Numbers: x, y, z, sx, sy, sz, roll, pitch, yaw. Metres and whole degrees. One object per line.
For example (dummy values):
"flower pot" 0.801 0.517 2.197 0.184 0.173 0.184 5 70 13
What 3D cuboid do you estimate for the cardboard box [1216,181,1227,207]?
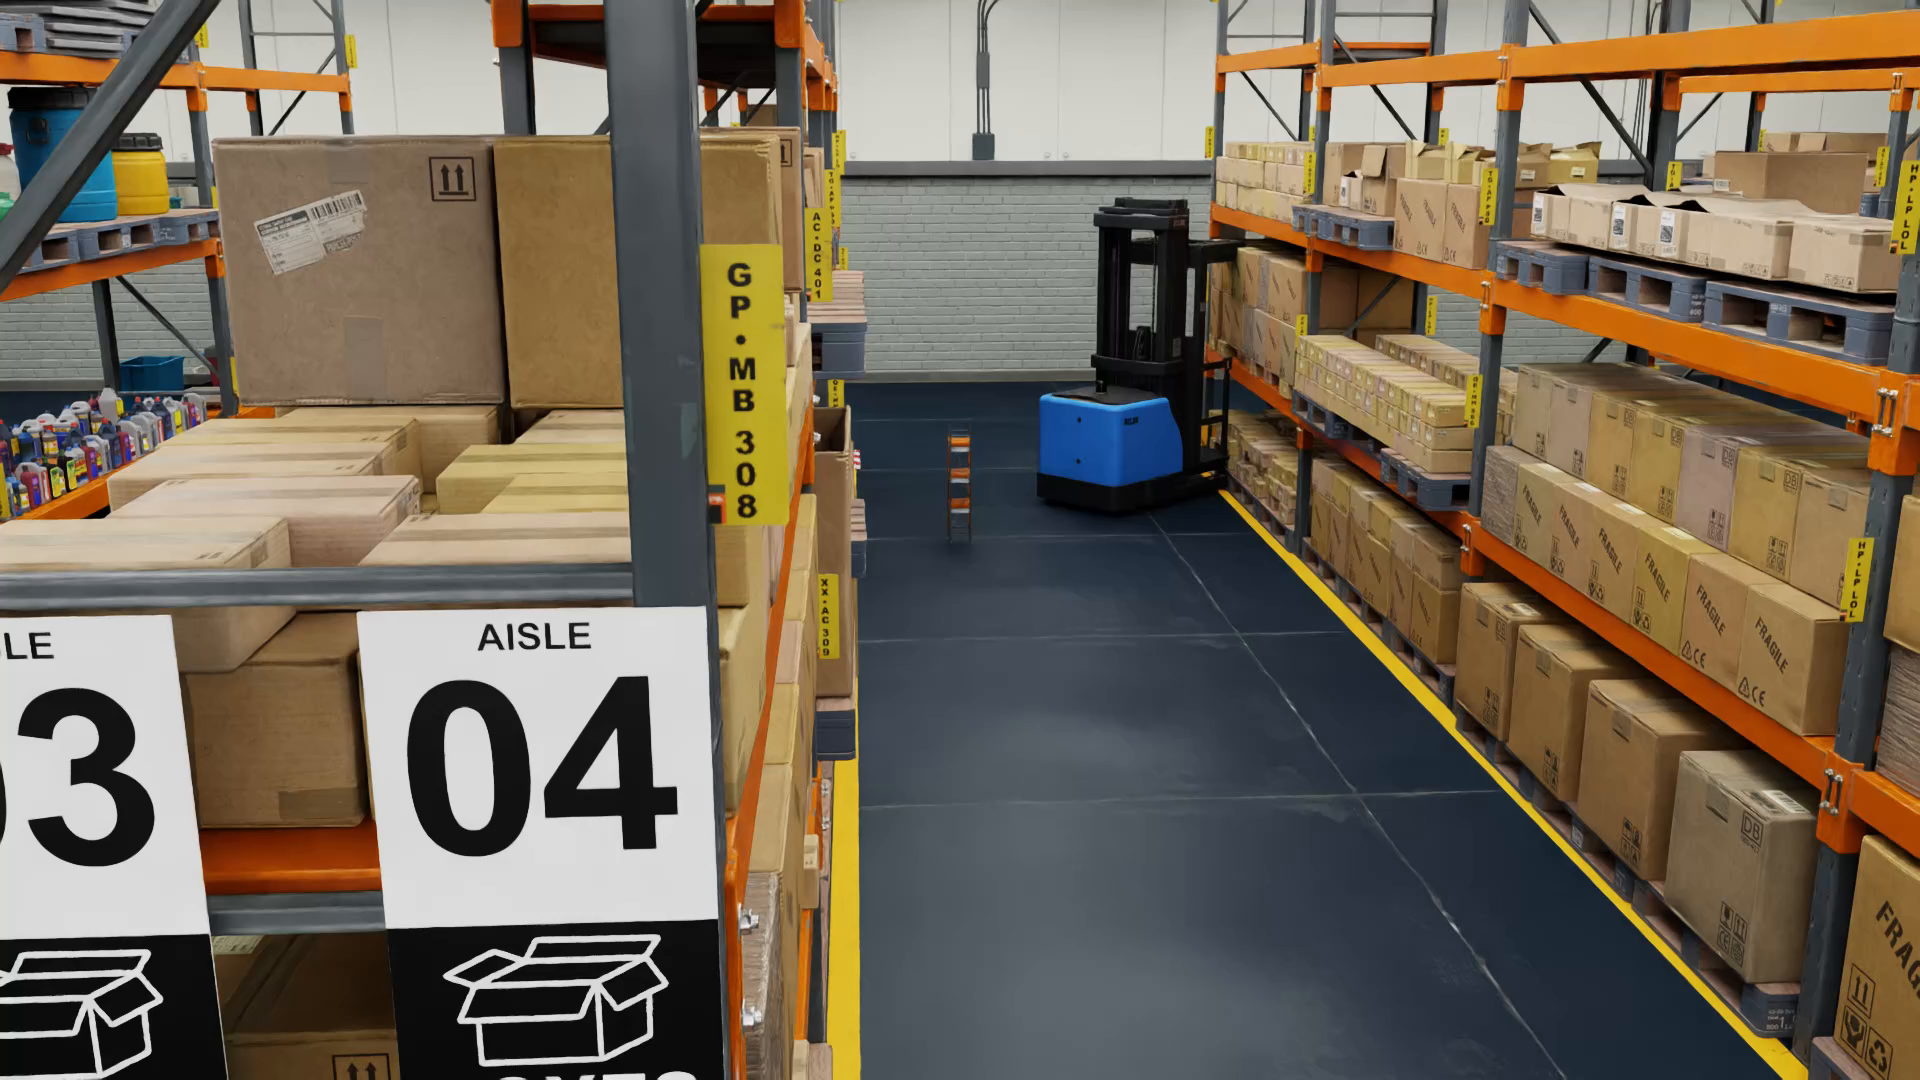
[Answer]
"cardboard box" 2.946 -3.586 17.227 0.500 0.250 0.500 0 14 -1

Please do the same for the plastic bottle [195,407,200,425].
"plastic bottle" -6.098 -0.982 13.221 0.097 0.201 0.097 0 14 0

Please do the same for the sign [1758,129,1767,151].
"sign" 8.650 -4.272 17.971 0.100 0.325 0.005 -1 14 -3

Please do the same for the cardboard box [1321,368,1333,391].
"cardboard box" 3.037 -1.255 12.947 0.380 0.149 0.250 -2 15 -6

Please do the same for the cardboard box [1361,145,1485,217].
"cardboard box" 3.386 -2.647 12.225 0.797 0.503 0.637 -1 14 -4

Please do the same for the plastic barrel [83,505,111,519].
"plastic barrel" -6.419 -0.075 12.666 0.600 0.901 0.708 -1 14 -3

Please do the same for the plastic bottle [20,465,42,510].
"plastic bottle" -5.910 -0.343 10.574 0.061 0.283 0.133 -1 14 -3

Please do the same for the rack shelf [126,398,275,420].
"rack shelf" -6.603 -1.348 15.691 1.077 0.370 4.000 -1 14 -3

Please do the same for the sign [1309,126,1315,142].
"sign" 3.728 -4.207 17.561 0.100 0.325 0.005 -1 14 -3

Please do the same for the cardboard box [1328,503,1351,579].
"cardboard box" 3.236 -0.001 13.183 0.500 0.500 0.500 0 14 -1

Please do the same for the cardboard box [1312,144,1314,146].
"cardboard box" 3.560 -3.676 15.772 0.380 0.149 0.250 -1 14 -5

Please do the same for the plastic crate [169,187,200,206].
"plastic crate" -6.898 -3.033 15.014 0.437 0.282 0.530 -1 14 -3

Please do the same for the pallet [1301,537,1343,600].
"pallet" 3.471 0.217 13.760 1.003 0.211 1.213 -1 14 -3

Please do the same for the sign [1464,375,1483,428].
"sign" 3.128 -0.844 10.123 0.100 0.325 0.005 -1 14 -3

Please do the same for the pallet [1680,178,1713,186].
"pallet" 8.164 -3.649 17.347 1.003 0.211 1.213 -1 14 -3

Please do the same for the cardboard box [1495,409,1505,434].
"cardboard box" 3.801 -0.815 11.240 0.380 0.149 0.250 -1 14 -5

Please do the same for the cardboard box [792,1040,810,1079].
"cardboard box" -0.568 1.381 4.143 0.380 0.149 0.250 -1 14 -3

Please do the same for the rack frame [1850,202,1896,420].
"rack frame" 8.355 -1.429 14.560 1.000 3.000 0.127 -1 14 -3

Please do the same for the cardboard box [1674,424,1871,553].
"cardboard box" 3.815 -0.247 7.760 0.700 0.500 0.500 -1 14 -3

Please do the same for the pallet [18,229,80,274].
"pallet" -6.181 -1.757 10.197 1.003 0.211 1.213 -1 14 -3

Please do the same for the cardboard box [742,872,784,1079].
"cardboard box" -0.554 0.891 2.740 0.500 0.500 0.500 -1 14 -3

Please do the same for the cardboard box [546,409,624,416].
"cardboard box" -0.593 -0.193 3.237 0.380 0.149 0.250 -1 14 -4

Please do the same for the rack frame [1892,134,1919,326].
"rack frame" 3.917 -2.243 5.685 1.000 3.000 0.127 -1 14 -3

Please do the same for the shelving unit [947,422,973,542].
"shelving unit" -0.003 -0.522 14.947 0.215 1.050 0.252 -1 14 -3

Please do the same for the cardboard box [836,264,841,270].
"cardboard box" -1.491 -2.588 17.264 0.500 0.500 0.500 -1 14 -3

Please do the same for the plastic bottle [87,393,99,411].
"plastic bottle" -6.874 -1.012 13.173 0.061 0.283 0.133 -1 14 -3

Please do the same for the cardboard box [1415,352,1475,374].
"cardboard box" 3.700 -1.343 12.692 0.380 0.149 0.250 -1 14 -5

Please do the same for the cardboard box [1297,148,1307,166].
"cardboard box" 3.102 -3.282 14.239 0.380 0.149 0.250 -1 14 -2

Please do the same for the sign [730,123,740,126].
"sign" -2.338 -4.178 17.311 0.100 0.325 0.005 -1 14 -3

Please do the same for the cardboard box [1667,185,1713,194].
"cardboard box" 4.033 -1.738 8.879 0.500 0.311 0.500 -1 14 -3

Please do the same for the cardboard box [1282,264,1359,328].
"cardboard box" 3.122 -2.117 14.429 0.500 0.500 0.500 -1 14 -5

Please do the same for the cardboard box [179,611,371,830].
"cardboard box" -1.076 0.213 2.462 0.500 0.250 0.500 -1 14 -2

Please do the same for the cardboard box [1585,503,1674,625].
"cardboard box" 3.521 0.111 8.376 0.500 0.500 0.500 -1 14 -4

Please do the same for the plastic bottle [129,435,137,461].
"plastic bottle" -6.021 -0.674 12.026 0.097 0.201 0.097 0 14 0

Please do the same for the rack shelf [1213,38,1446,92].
"rack shelf" 3.297 -4.380 15.441 1.077 0.370 4.000 -1 14 -3

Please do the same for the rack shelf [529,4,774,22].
"rack shelf" -1.164 -2.276 7.524 0.919 0.052 3.809 -1 14 -3

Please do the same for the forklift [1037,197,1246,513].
"forklift" 2.146 -1.971 16.804 1.130 2.935 3.031 14 20 42

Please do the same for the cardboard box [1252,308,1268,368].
"cardboard box" 3.048 -1.889 15.549 0.500 0.500 0.500 -1 14 -4

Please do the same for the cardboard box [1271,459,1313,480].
"cardboard box" 3.061 -0.647 15.207 0.380 0.149 0.250 -1 14 -4

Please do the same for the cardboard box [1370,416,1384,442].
"cardboard box" 3.119 -0.784 11.717 0.380 0.149 0.250 -2 15 -6

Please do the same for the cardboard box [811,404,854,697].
"cardboard box" -0.950 0.020 6.882 1.000 1.000 1.000 -1 14 -3

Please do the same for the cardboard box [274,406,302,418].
"cardboard box" -1.194 -0.252 3.469 0.380 0.149 0.250 -2 15 -6

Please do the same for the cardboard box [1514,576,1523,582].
"cardboard box" 3.868 0.136 11.145 0.500 0.250 0.500 -2 15 -6

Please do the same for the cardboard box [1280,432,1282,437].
"cardboard box" 3.525 -1.033 17.302 0.380 0.149 0.250 -1 15 -6

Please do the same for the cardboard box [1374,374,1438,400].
"cardboard box" 3.122 -1.071 11.637 0.380 0.149 0.250 -1 14 -3

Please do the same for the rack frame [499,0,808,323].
"rack frame" -1.040 -2.192 5.485 1.000 3.000 0.127 -1 14 -3

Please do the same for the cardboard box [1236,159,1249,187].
"cardboard box" 2.994 -3.575 16.181 0.500 0.250 0.500 -1 14 -3

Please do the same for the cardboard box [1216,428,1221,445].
"cardboard box" 2.910 -1.086 17.507 0.380 0.149 0.250 -1 14 -4

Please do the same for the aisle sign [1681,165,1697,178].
"aisle sign" 7.813 -3.696 18.154 0.394 0.787 0.004 -1 14 -3
